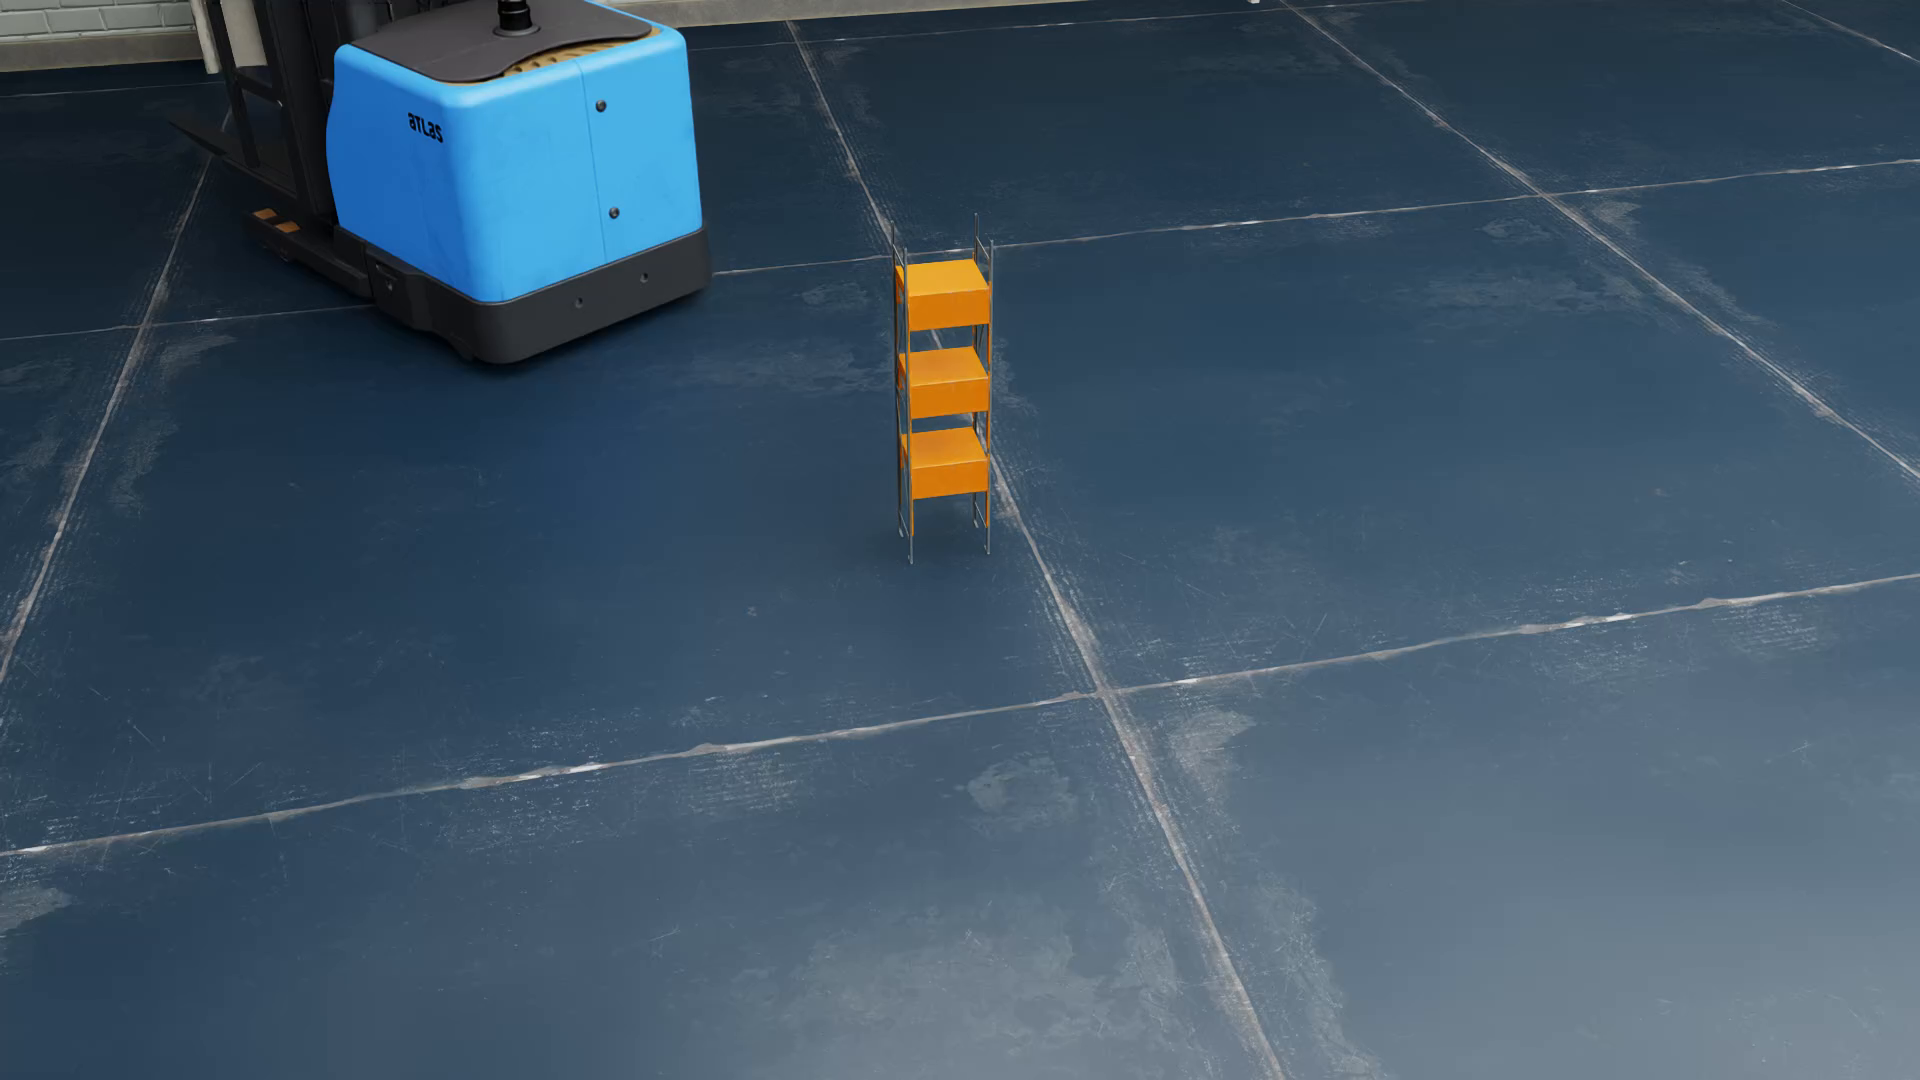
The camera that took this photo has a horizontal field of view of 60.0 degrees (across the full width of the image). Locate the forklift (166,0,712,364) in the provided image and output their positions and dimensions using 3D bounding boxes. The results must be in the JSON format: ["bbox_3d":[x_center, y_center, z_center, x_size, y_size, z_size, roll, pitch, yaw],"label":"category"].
[{"bbox_3d":[-2.408,-2.572,6.452,3.031,2.935,1.130,28,43,35],"label":"forklift"}]

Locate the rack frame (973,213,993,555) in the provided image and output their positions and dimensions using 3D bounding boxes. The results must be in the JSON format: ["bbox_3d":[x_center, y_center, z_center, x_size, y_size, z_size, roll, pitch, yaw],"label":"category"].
[{"bbox_3d":[0.067,-0.444,4.970,0.008,1.050,0.200,-7,35,-11],"label":"rack frame"}]

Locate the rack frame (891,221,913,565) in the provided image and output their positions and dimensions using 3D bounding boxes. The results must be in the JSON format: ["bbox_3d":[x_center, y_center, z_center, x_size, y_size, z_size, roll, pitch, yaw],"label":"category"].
[{"bbox_3d":[-0.171,-0.414,4.925,0.008,1.050,0.200,-7,35,-11],"label":"rack frame"}]

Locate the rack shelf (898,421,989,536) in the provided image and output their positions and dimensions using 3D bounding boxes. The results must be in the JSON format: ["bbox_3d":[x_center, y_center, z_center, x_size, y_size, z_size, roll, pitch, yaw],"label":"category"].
[{"bbox_3d":[-0.052,-0.190,5.108,0.240,0.259,0.215,-7,35,-11],"label":"rack shelf"}]

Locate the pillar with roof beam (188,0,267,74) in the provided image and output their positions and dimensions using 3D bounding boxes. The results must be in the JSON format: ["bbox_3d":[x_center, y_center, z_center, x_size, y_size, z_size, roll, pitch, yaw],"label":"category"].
[{"bbox_3d":[-2.975,-4.034,3.185,0.400,9.000,9.100,-7,35,-11],"label":"pillar with roof beam"}]

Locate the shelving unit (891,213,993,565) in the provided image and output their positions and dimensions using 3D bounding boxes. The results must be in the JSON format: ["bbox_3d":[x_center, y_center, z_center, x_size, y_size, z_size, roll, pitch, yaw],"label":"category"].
[{"bbox_3d":[-0.052,-0.429,4.948,0.252,1.050,0.215,-7,35,-11],"label":"shelving unit"}]

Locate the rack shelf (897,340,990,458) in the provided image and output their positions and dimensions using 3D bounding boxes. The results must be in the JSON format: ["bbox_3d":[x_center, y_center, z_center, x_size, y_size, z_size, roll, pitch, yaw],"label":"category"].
[{"bbox_3d":[-0.052,-0.421,4.954,0.240,0.259,0.215,-7,35,-11],"label":"rack shelf"}]

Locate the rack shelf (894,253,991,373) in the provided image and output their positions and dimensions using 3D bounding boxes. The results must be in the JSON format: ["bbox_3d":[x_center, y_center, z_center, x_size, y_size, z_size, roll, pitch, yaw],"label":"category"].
[{"bbox_3d":[-0.052,-0.656,4.795,0.240,0.259,0.215,-7,35,-11],"label":"rack shelf"}]
